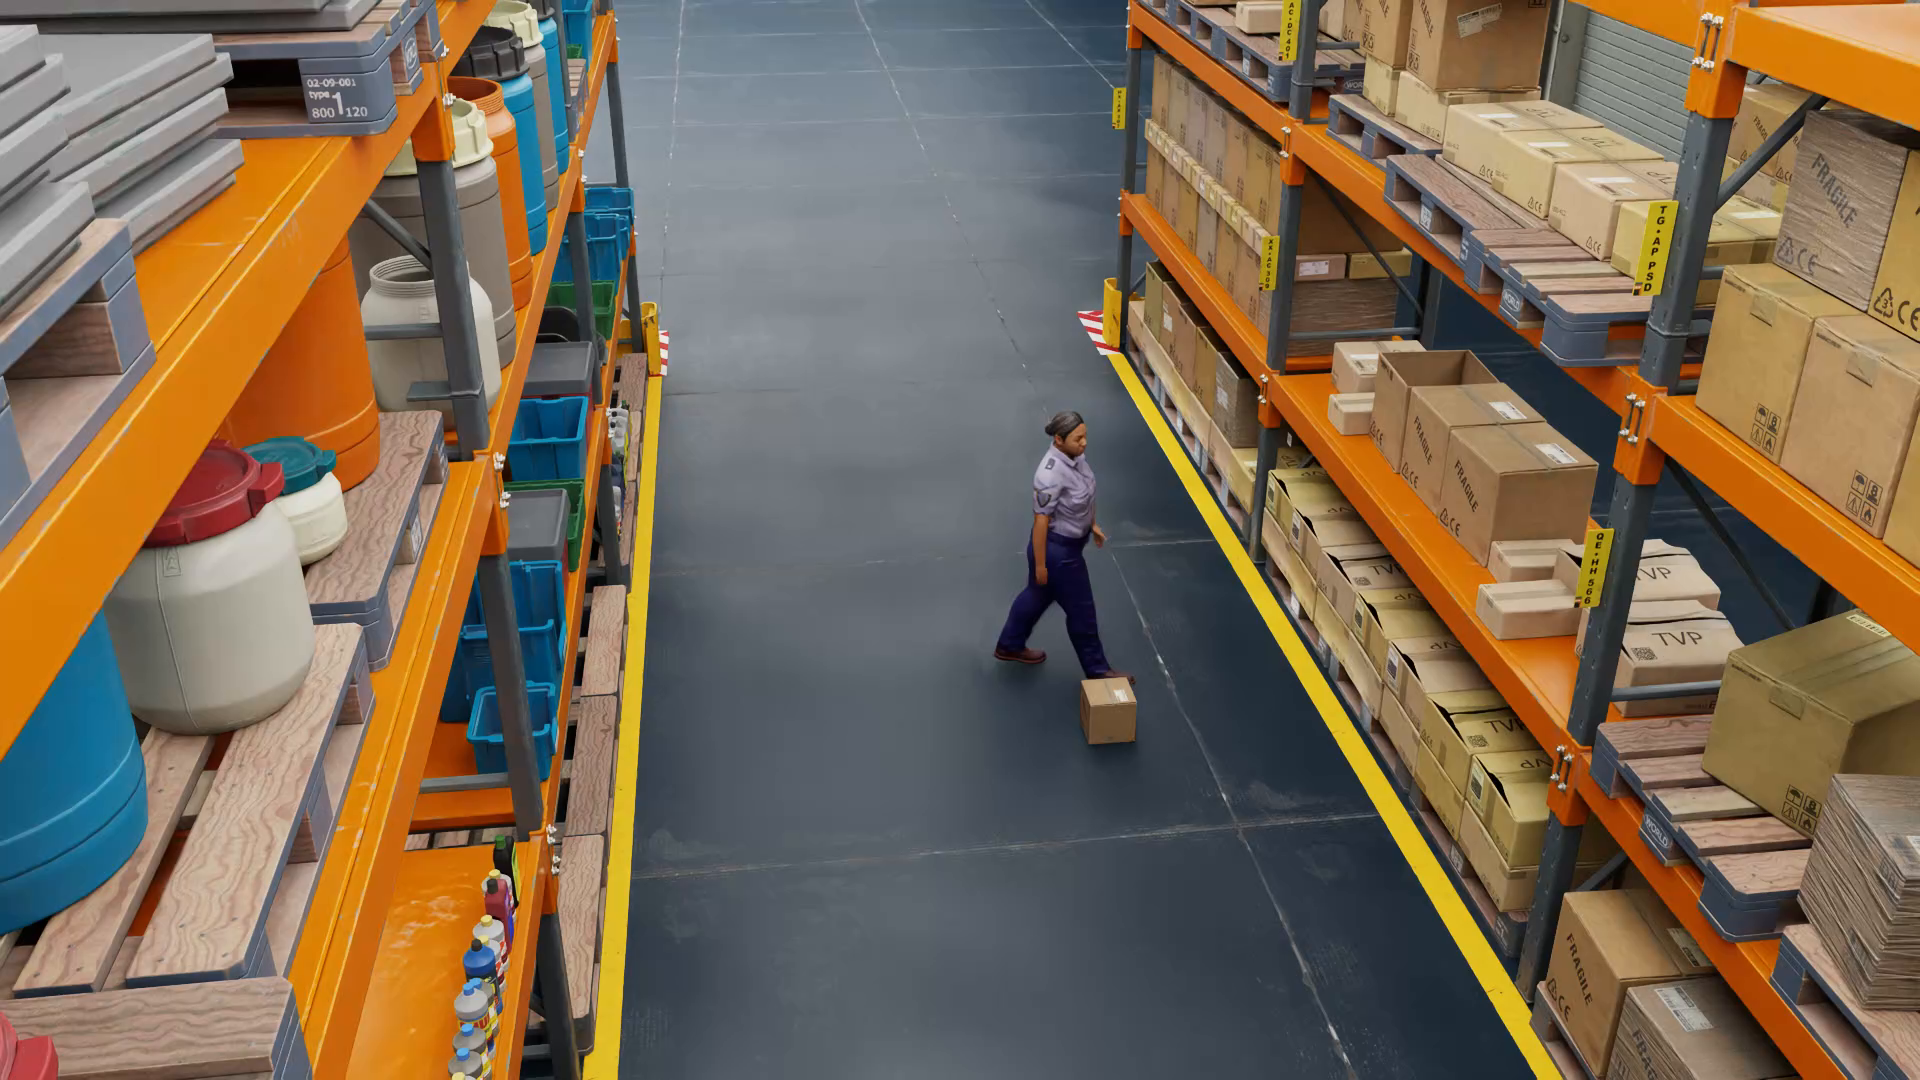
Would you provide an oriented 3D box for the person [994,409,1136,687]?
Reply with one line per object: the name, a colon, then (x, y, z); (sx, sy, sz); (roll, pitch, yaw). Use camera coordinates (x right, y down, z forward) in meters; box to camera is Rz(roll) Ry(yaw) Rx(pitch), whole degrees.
person: (0.598, 0.023, 9.058); (0.828, 1.623, 0.553); (6, 28, 11)
